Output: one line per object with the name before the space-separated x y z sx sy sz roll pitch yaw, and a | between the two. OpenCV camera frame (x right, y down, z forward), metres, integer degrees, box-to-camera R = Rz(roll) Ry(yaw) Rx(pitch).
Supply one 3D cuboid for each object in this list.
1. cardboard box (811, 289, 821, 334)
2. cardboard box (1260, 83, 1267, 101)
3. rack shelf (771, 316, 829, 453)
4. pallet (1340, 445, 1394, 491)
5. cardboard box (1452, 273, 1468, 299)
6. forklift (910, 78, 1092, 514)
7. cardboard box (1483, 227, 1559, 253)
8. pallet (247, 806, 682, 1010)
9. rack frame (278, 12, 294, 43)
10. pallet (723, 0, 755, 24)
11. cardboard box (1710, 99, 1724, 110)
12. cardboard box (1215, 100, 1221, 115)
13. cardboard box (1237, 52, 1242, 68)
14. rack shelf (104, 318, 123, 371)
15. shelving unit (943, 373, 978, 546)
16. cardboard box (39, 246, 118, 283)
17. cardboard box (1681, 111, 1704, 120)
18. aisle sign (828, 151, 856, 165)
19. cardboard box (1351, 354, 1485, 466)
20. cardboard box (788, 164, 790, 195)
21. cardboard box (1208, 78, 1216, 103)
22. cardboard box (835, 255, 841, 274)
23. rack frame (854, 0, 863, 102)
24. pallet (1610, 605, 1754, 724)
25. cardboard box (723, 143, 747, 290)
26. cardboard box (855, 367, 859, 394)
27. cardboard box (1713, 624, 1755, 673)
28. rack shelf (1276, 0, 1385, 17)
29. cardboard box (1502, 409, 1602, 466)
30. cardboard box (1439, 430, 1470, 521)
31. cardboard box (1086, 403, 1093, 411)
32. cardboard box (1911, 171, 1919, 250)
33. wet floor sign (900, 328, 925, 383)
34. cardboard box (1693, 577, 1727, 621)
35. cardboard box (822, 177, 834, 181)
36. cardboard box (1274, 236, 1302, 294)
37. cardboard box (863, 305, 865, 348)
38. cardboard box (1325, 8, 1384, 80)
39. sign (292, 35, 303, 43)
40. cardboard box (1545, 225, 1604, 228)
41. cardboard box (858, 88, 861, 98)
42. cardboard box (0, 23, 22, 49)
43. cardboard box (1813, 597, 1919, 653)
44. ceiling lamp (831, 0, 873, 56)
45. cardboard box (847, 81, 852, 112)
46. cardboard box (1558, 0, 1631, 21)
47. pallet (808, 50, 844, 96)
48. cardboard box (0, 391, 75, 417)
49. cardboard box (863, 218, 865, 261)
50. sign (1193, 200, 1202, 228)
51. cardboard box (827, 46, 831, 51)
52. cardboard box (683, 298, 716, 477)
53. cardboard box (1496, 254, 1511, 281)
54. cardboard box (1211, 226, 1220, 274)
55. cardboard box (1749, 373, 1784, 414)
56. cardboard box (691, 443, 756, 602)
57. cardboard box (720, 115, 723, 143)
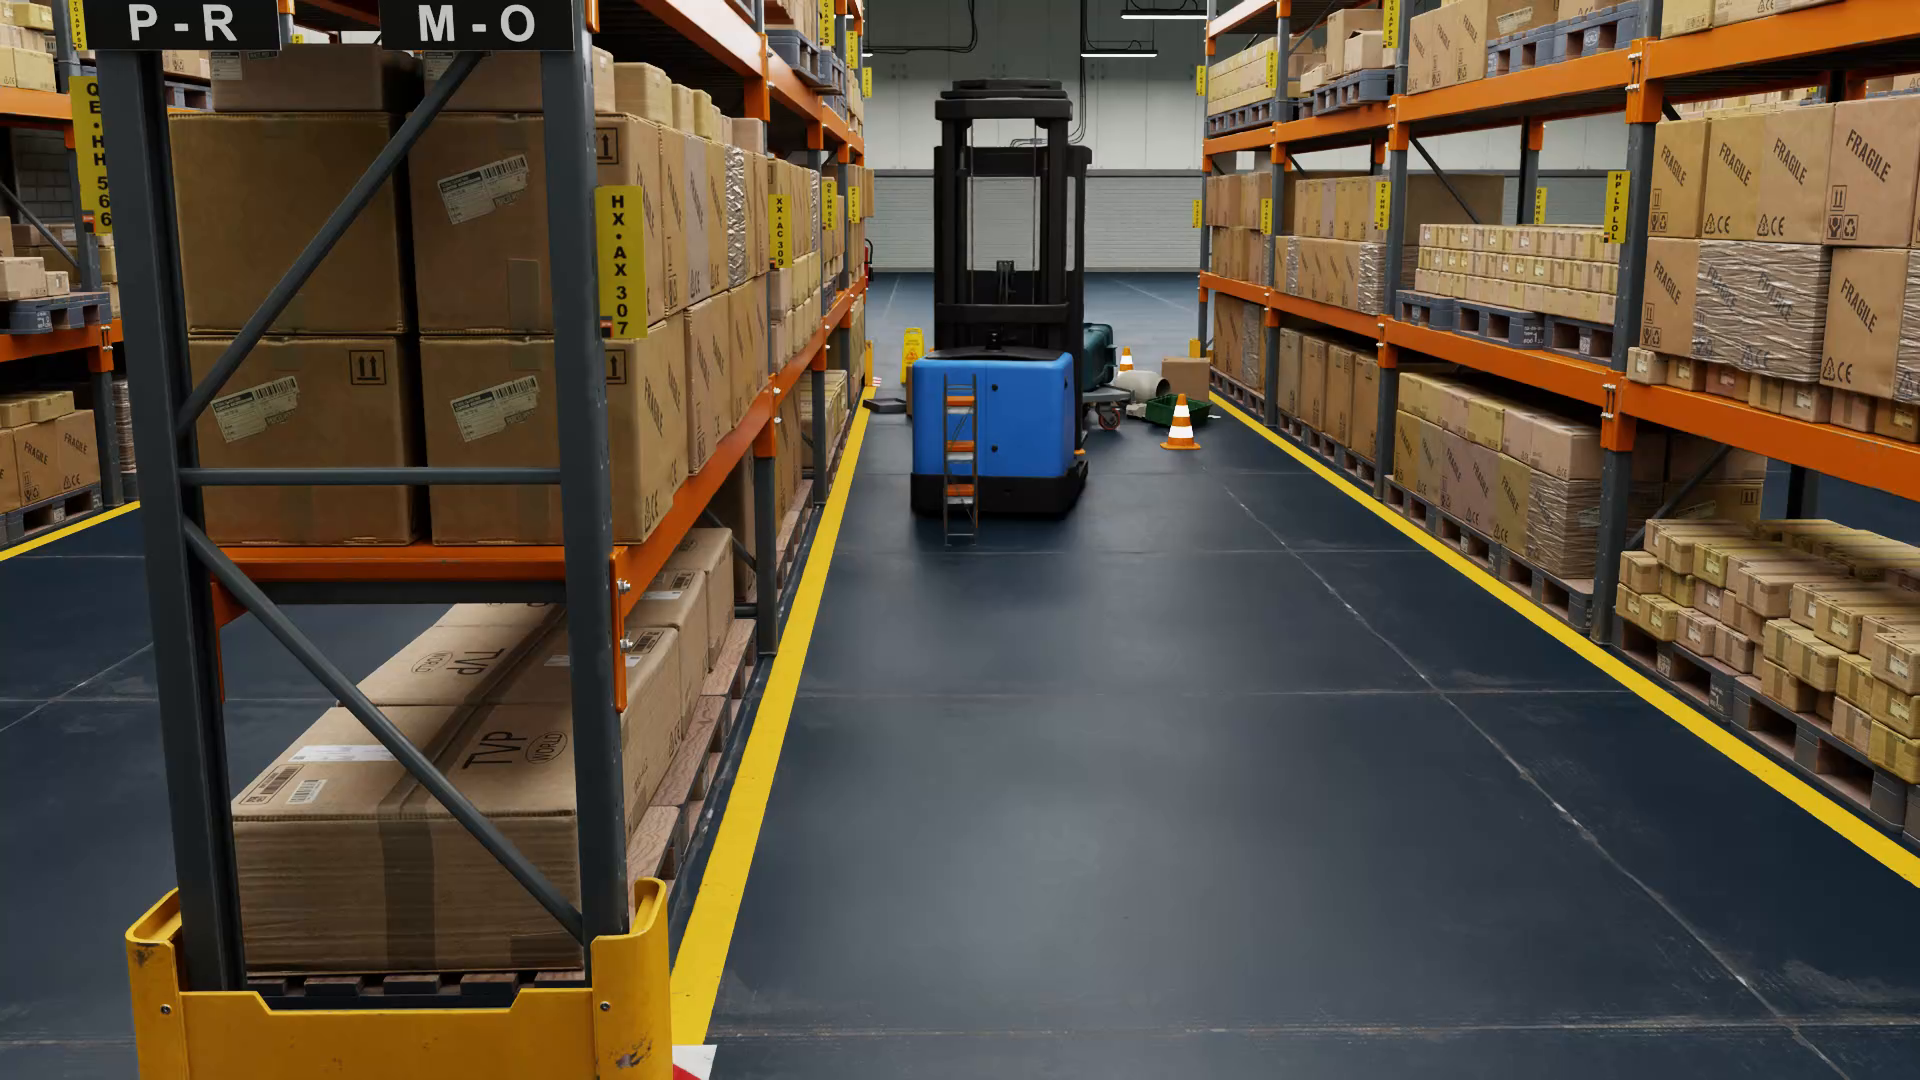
cardboard box | -1.154 -1.449 10.535 0.500 0.250 0.500 0 11 0
cardboard box | 3.082 -4.282 15.901 0.380 0.149 0.250 0 11 0
rack shelf | -1.409 -0.973 9.622 1.077 0.370 4.000 0 11 -1
pallet | 3.556 -0.554 12.761 1.003 0.211 1.213 0 11 -1
cardboard box | 3.323 -1.596 10.459 0.380 0.149 0.250 0 11 1
forklift | 0.390 -1.854 12.328 1.130 2.935 3.031 2 12 8
cardboard box | 3.342 -1.784 9.889 0.380 0.149 0.250 0 11 1
pallet | -1.379 1.075 4.731 1.003 0.211 1.213 0 11 -1
rack frame | -6.495 -5.438 14.729 1.000 3.000 0.127 0 11 -1
pallet | -1.361 -2.192 6.500 1.003 0.211 1.213 0 11 -1
cardboard box | 8.112 -4.583 17.434 0.380 0.149 0.250 0 11 -2
cardboard box | 3.029 -4.786 18.386 0.380 0.149 0.250 0 11 -1
cardboard box | 3.056 -4.925 17.065 0.380 0.149 0.250 0 11 0
rack shelf | -6.454 -1.747 13.438 1.077 0.370 4.000 0 11 -1
shelving unit | 0.001 -0.504 10.402 0.215 1.050 0.252 0 11 -1
cardboard box | -6.152 -1.963 11.812 0.500 0.250 0.500 0 11 -1
cardboard box | 8.067 -4.453 17.798 0.500 0.250 0.500 0 11 -1
aisle sign | -1.326 -4.601 19.157 0.394 0.787 0.004 0 11 -1
cardboard box | 3.574 -0.989 12.490 1.050 0.750 0.750 0 11 -2
cardboard box | -1.127 -1.657 8.417 0.500 0.500 0.500 0 11 -1
cardboard box | 3.085 -5.054 18.706 0.500 0.250 0.500 0 11 -1
cardboard box | -1.208 -2.346 14.154 0.380 0.149 0.250 0 11 -1
rack frame | -1.615 -6.254 18.753 1.000 3.000 0.127 0 11 -1
pallet | 3.629 0.531 7.410 1.003 0.211 1.213 0 11 -1
cardboard box | -1.059 -1.173 6.029 0.500 0.500 0.500 0 11 0
cardboard box | -1.297 -1.601 16.768 0.500 0.250 0.500 0 11 2
cardboard box | 3.384 0.449 6.918 0.380 0.149 0.250 0 11 -2
rack shelf | 3.456 -4.553 13.184 1.077 0.370 4.000 0 11 -1
cardboard box | 3.314 -0.566 9.151 0.500 0.250 0.500 0 11 2
cardboard box | 3.286 -0.401 10.223 0.500 0.500 0.500 -1 11 -3
cardboard box | 0.980 -1.632 16.998 0.797 0.637 0.503 0 11 -1
cardboard box | 3.374 -1.153 5.181 0.500 0.500 0.500 0 11 2
wet floor sign | -0.549 -2.202 19.791 0.267 0.644 0.232 4 12 18
cardboard box | 3.403 0.248 7.157 0.380 0.149 0.250 0 11 -1
cardboard box | -1.241 -2.955 13.893 0.380 0.149 0.250 -1 11 -4
cardboard box | 3.156 -2.502 15.098 0.500 0.500 0.500 0 11 -1
cardboard box | -1.338 -2.381 18.726 0.500 0.500 0.500 0 11 -1
cardboard box | 3.181 -3.882 13.047 0.500 0.500 0.500 0 11 -1
sign | -5.953 -4.379 14.965 0.100 0.325 0.005 0 11 -1
cardboard box | 3.974 -1.941 10.660 0.380 0.149 0.250 0 11 1
cardboard box | -1.313 -4.986 18.671 0.380 0.149 0.250 0 11 -1
cardboard box | -6.179 -3.173 10.486 0.380 0.149 0.250 -1 11 -2
cardboard box | 3.386 0.311 6.100 0.380 0.149 0.250 0 11 -1
ceiling lamp | -3.256 -14.166 43.072 2.000 3.185 0.800 0 11 -1
cardboard box | -1.268 -4.150 15.554 0.500 0.250 0.500 0 11 -2
cardboard box | 3.679 -3.003 8.956 0.797 0.503 0.637 0 11 -2
pallet | -1.383 -2.973 10.601 1.213 0.211 1.003 0 11 1
cardboard box | -6.149 -0.904 11.070 0.380 0.149 0.250 -1 11 -4
cardboard box | -1.328 -3.402 18.783 0.500 0.500 0.500 0 11 -2
sign | 2.777 -3.816 19.449 0.100 0.325 0.005 0 11 -1
cardboard box | -1.393 -4.251 14.490 0.500 0.250 0.500 0 11 0
cardboard box | -1.038 -0.481 5.132 0.500 0.500 0.500 0 11 -1
cardboard box | 3.344 -1.586 9.660 0.380 0.149 0.250 0 11 1
cardboard box | 3.385 -3.354 19.171 0.875 0.550 0.550 0 11 -1
cardboard box | 3.336 -0.580 6.505 0.380 0.149 0.250 0 11 0
cardboard box | -1.460 -0.216 8.367 0.875 0.875 0.875 0 11 1
cardboard box | -1.150 -1.623 6.617 0.380 0.149 0.250 0 11 -1
